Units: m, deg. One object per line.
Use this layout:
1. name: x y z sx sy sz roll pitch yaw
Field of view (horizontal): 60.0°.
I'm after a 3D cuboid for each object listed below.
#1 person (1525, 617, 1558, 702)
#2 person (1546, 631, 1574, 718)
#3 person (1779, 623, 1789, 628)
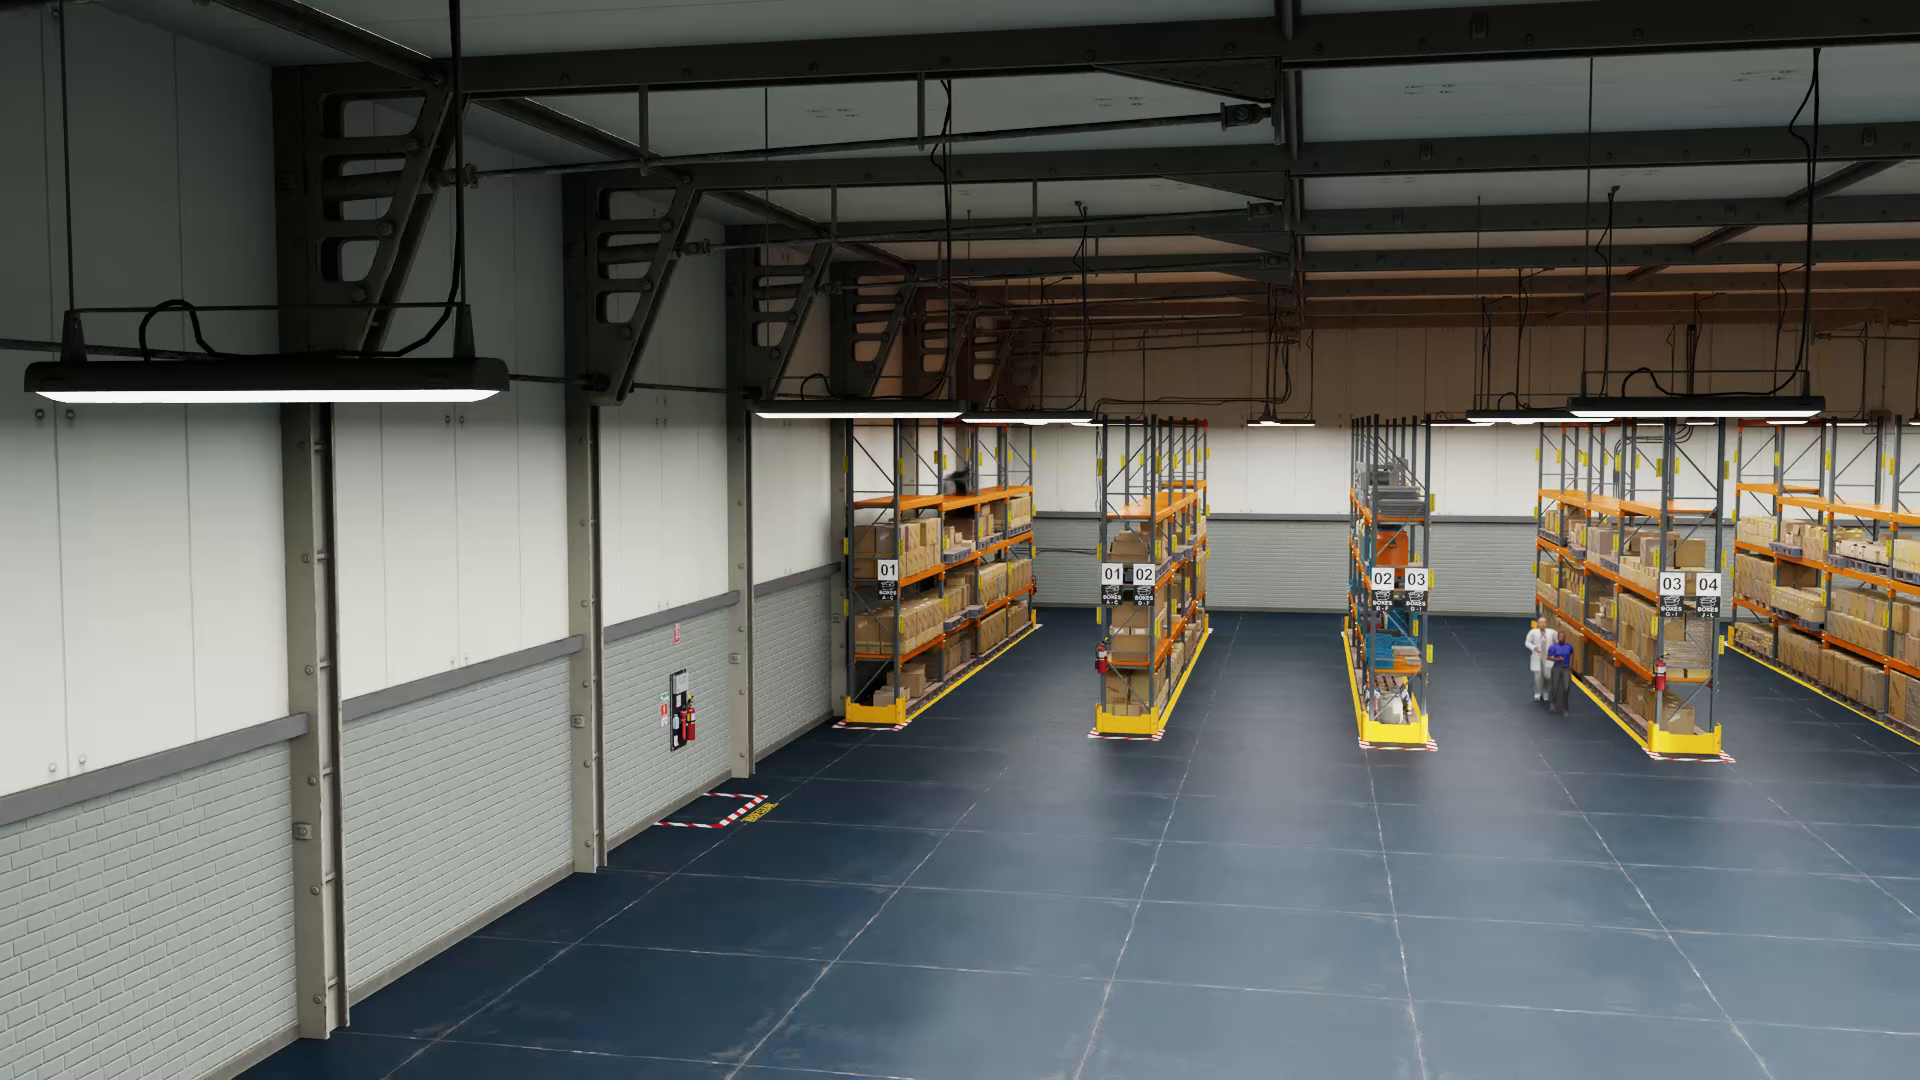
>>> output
1. person: 12.259 2.526 34.969 0.731 1.801 0.749 1 4 15
2. person: 12.022 2.675 33.323 0.578 1.698 0.817 1 4 9
3. person: 22.109 1.959 44.922 0.651 1.565 0.536 0 4 4
